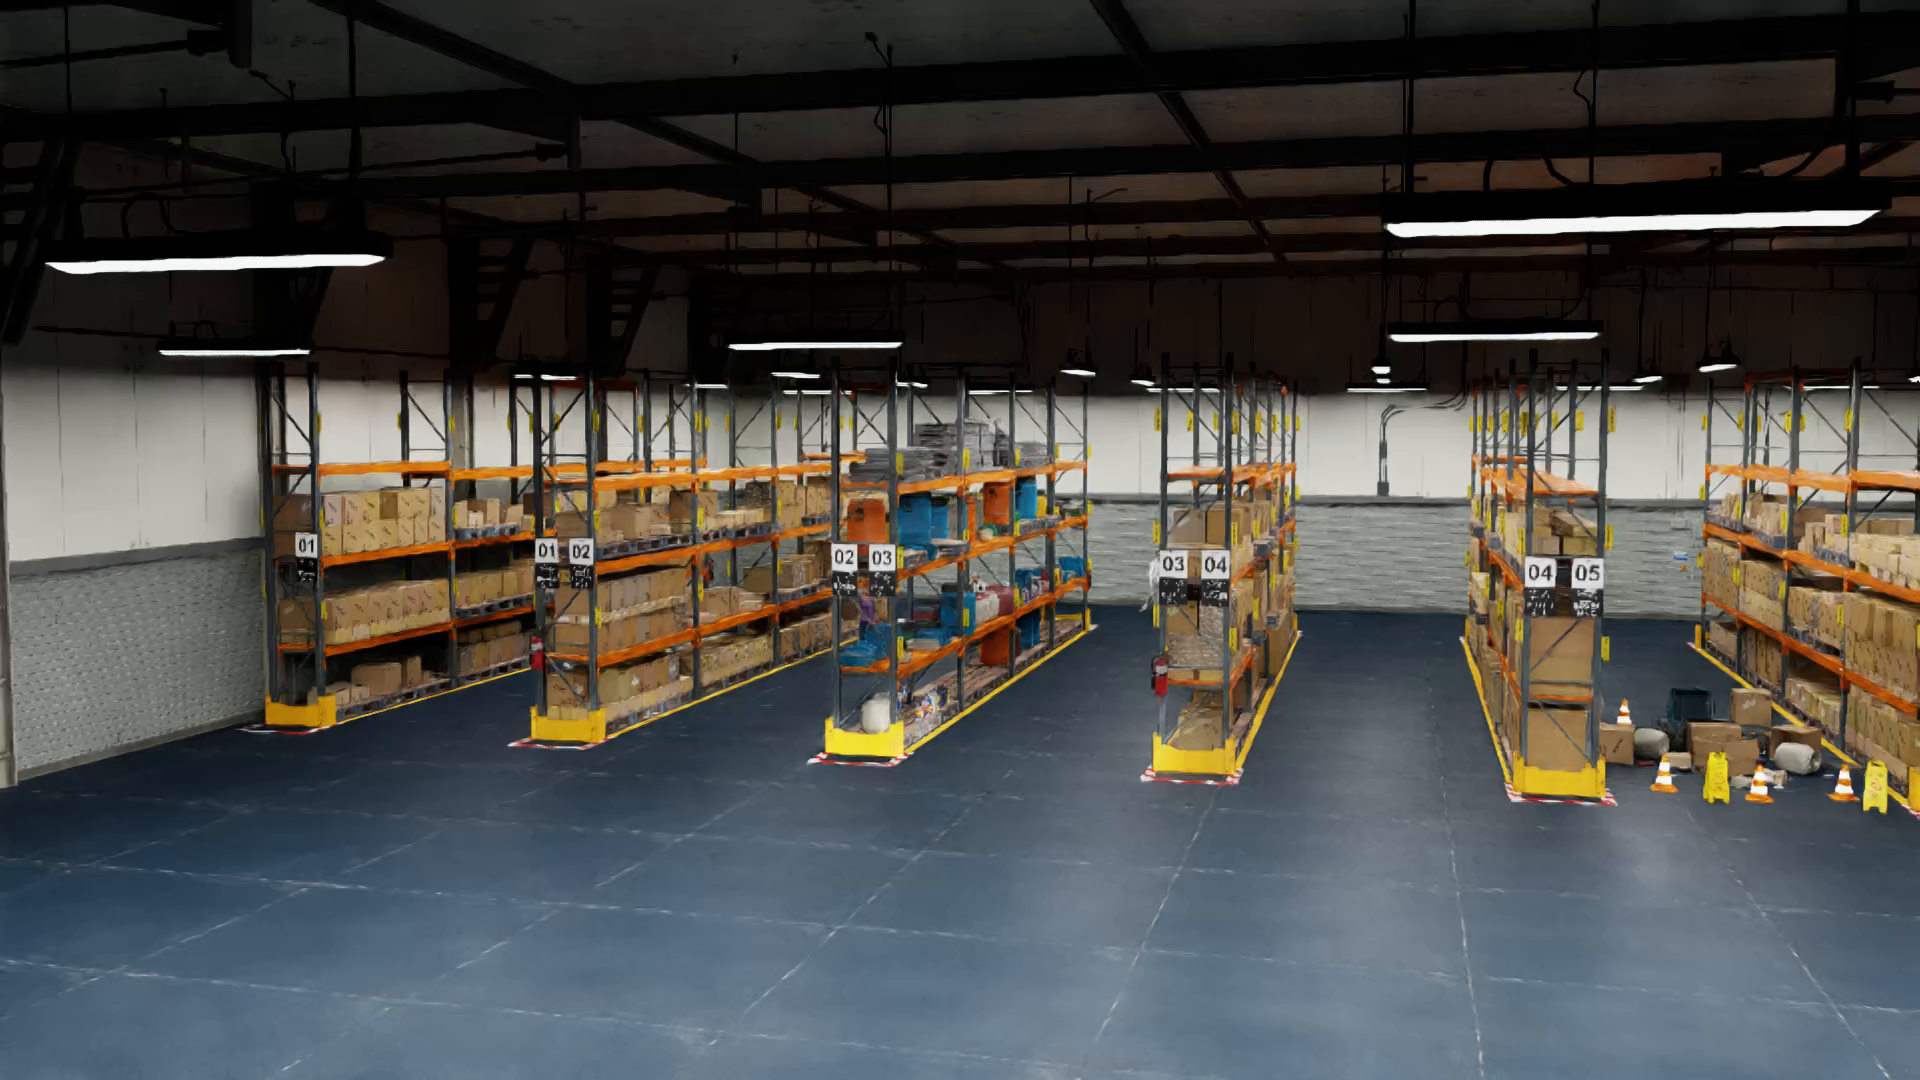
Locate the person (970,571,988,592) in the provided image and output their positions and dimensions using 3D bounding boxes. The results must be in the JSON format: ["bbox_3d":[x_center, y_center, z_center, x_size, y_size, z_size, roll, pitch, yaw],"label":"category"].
[{"bbox_3d":[0.382,1.503,38.472,0.625,1.607,0.582,1,4,12],"label":"person"}]

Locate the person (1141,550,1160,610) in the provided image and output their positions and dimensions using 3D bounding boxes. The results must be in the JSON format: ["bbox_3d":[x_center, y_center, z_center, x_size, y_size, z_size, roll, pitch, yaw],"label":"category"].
[{"bbox_3d":[5.122,1.082,43.912,0.643,1.660,0.494,-2,4,-25],"label":"person"}]

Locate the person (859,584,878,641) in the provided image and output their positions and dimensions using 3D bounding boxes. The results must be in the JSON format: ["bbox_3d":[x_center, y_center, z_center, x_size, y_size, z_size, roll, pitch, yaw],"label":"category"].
[{"bbox_3d":[-1.972,1.705,35.893,0.415,1.517,1.042,1,4,12],"label":"person"}]

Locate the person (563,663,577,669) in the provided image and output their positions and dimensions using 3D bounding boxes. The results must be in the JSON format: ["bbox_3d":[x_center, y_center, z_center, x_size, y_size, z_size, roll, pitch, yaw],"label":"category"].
[{"bbox_3d":[-7.882,1.795,33.743,0.435,1.669,0.492,-1,4,-9],"label":"person"}]
